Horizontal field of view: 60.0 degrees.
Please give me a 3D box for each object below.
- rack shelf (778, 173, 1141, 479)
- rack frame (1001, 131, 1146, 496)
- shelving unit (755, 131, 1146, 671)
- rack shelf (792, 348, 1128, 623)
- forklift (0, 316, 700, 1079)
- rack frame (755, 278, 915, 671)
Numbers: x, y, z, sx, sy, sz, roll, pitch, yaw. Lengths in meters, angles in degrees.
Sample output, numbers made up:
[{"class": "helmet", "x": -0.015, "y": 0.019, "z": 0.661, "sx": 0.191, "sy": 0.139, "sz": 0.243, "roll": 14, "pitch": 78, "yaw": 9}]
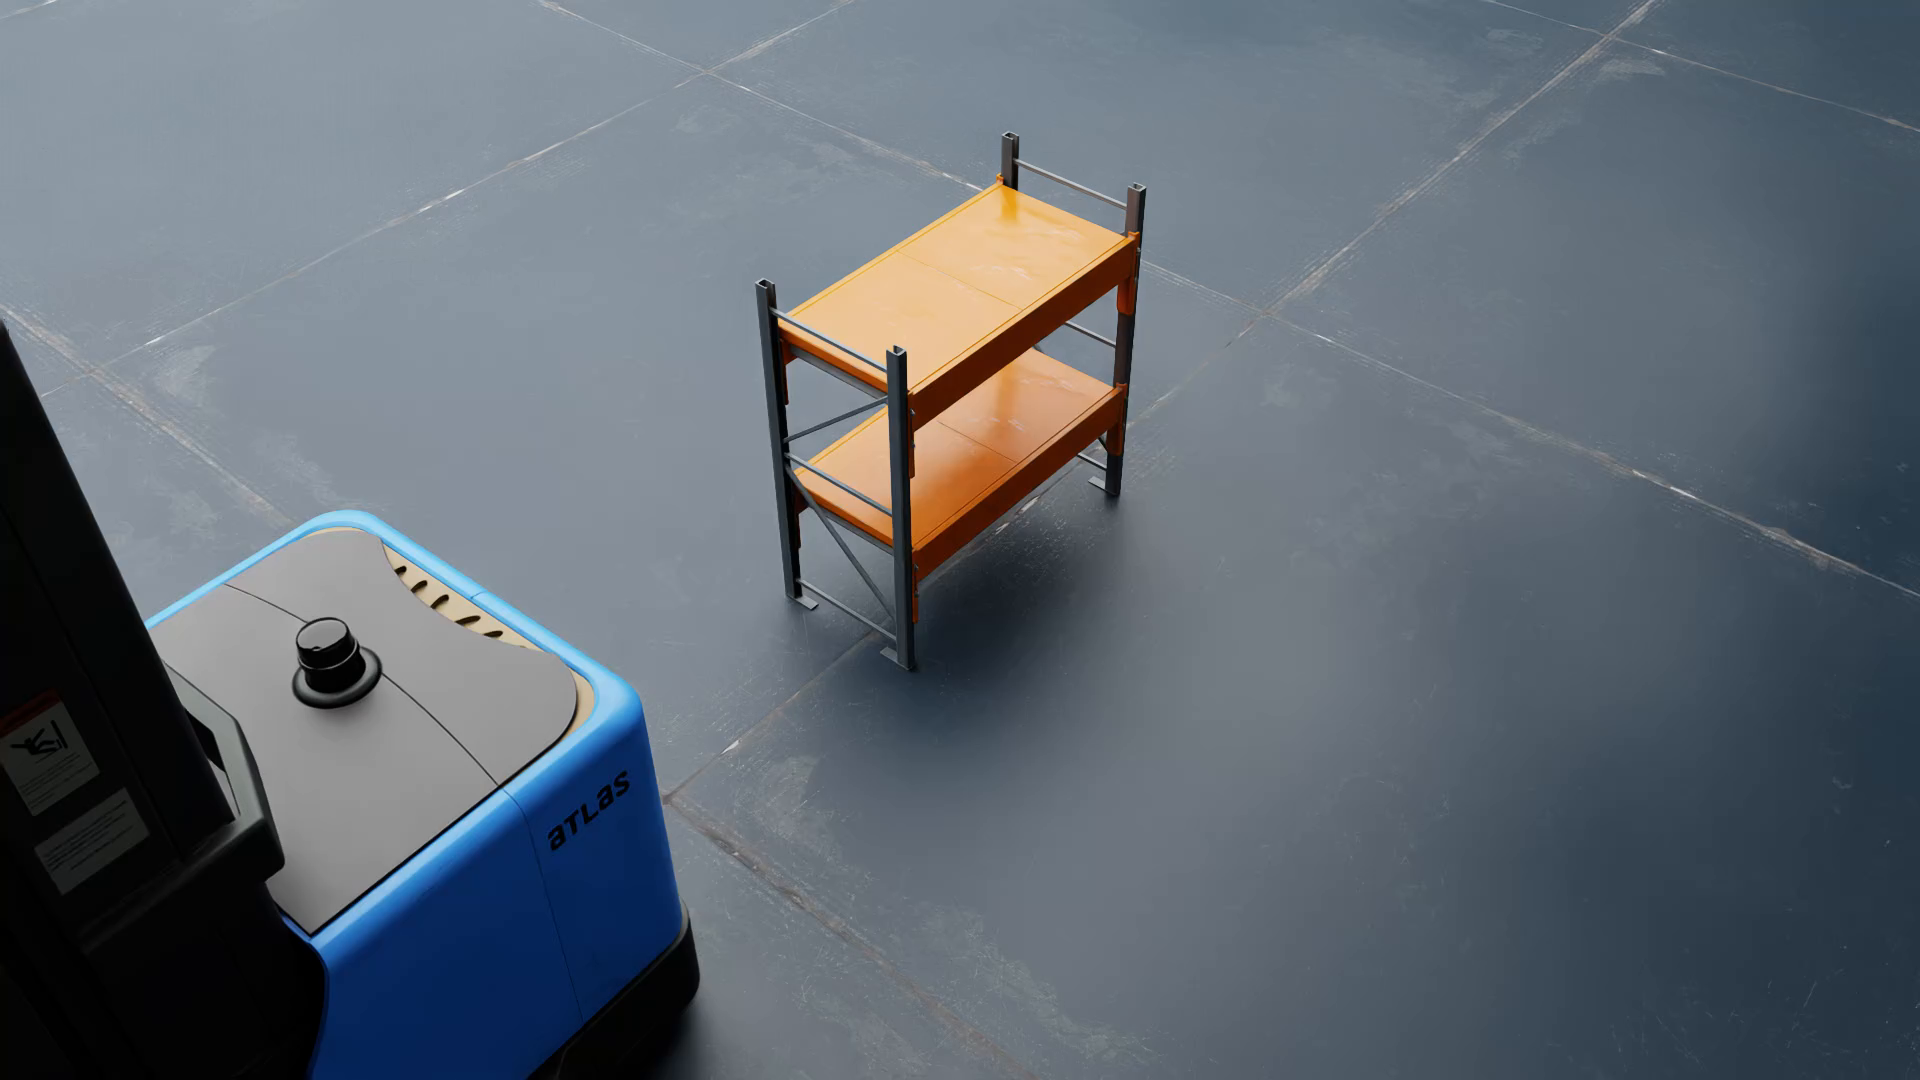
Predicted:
[{"class": "rack shelf", "x": -0.004, "y": -0.629, "z": 4.671, "sx": 0.538, "sy": 0.278, "sz": 1.000, "roll": 29, "pitch": 50, "yaw": 28}, {"class": "rack frame", "x": 0.323, "y": -0.674, "z": 5.156, "sx": 0.500, "sy": 1.125, "sz": 0.032, "roll": 29, "pitch": 50, "yaw": 28}, {"class": "shelving unit", "x": -0.004, "y": -0.413, "z": 4.868, "sx": 0.538, "sy": 1.125, "sz": 1.048, "roll": 29, "pitch": 50, "yaw": 28}, {"class": "rack shelf", "x": -0.004, "y": -0.232, "z": 5.032, "sx": 0.538, "sy": 0.278, "sz": 1.000, "roll": 29, "pitch": 50, "yaw": 28}, {"class": "forklift", "x": -1.930, "y": 0.595, "z": 2.417, "sx": 1.130, "sy": 2.935, "sz": 3.031, "roll": 28, "pitch": 49, "yaw": 27}, {"class": "rack frame", "x": -0.332, "y": -0.151, "z": 4.580, "sx": 0.500, "sy": 1.125, "sz": 0.032, "roll": 29, "pitch": 50, "yaw": 28}]
